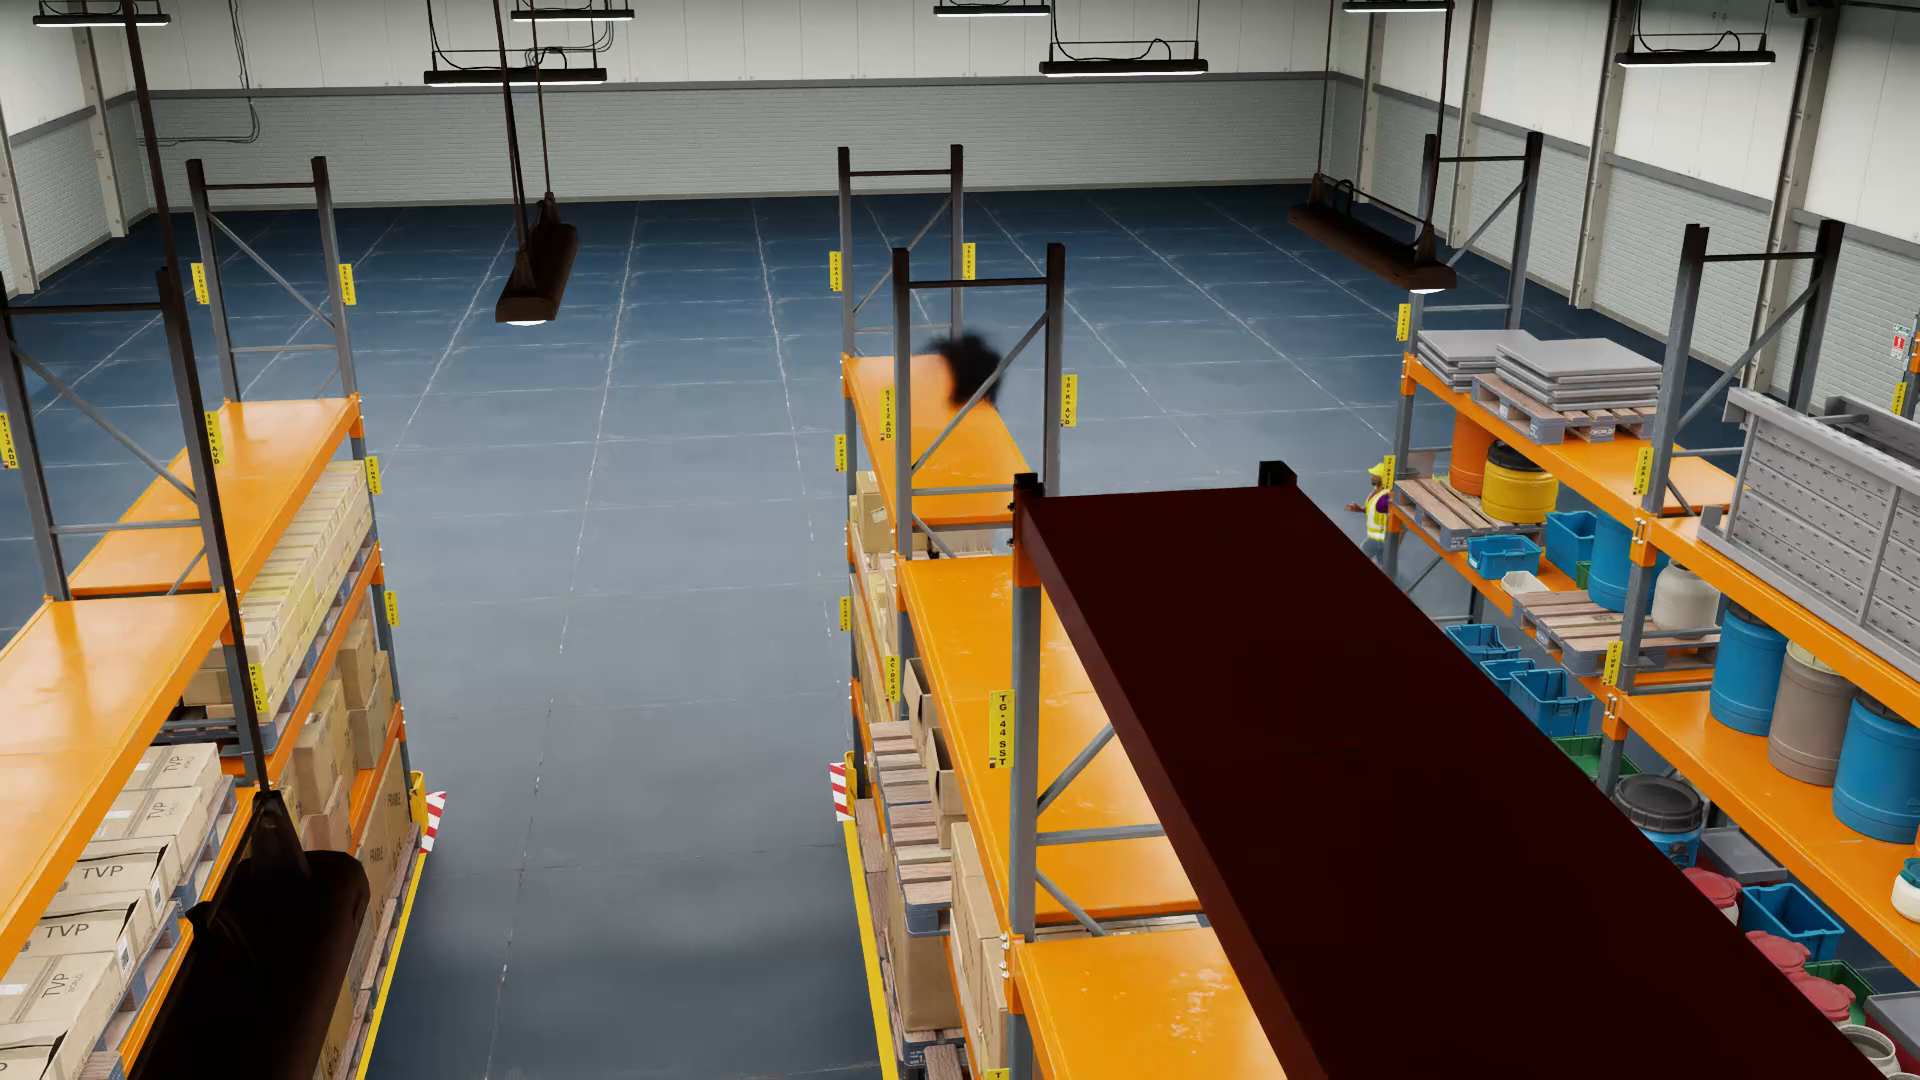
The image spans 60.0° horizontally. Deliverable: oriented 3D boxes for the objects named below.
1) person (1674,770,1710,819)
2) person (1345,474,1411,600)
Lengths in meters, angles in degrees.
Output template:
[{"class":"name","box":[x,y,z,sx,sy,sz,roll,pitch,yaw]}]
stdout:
[{"class":"person","box":[6.267,2.214,14.087,0.555,1.447,0.792,-9,23,-21]},{"class":"person","box":[4.872,-0.007,19.323,0.855,1.785,0.657,7,23,16]}]
